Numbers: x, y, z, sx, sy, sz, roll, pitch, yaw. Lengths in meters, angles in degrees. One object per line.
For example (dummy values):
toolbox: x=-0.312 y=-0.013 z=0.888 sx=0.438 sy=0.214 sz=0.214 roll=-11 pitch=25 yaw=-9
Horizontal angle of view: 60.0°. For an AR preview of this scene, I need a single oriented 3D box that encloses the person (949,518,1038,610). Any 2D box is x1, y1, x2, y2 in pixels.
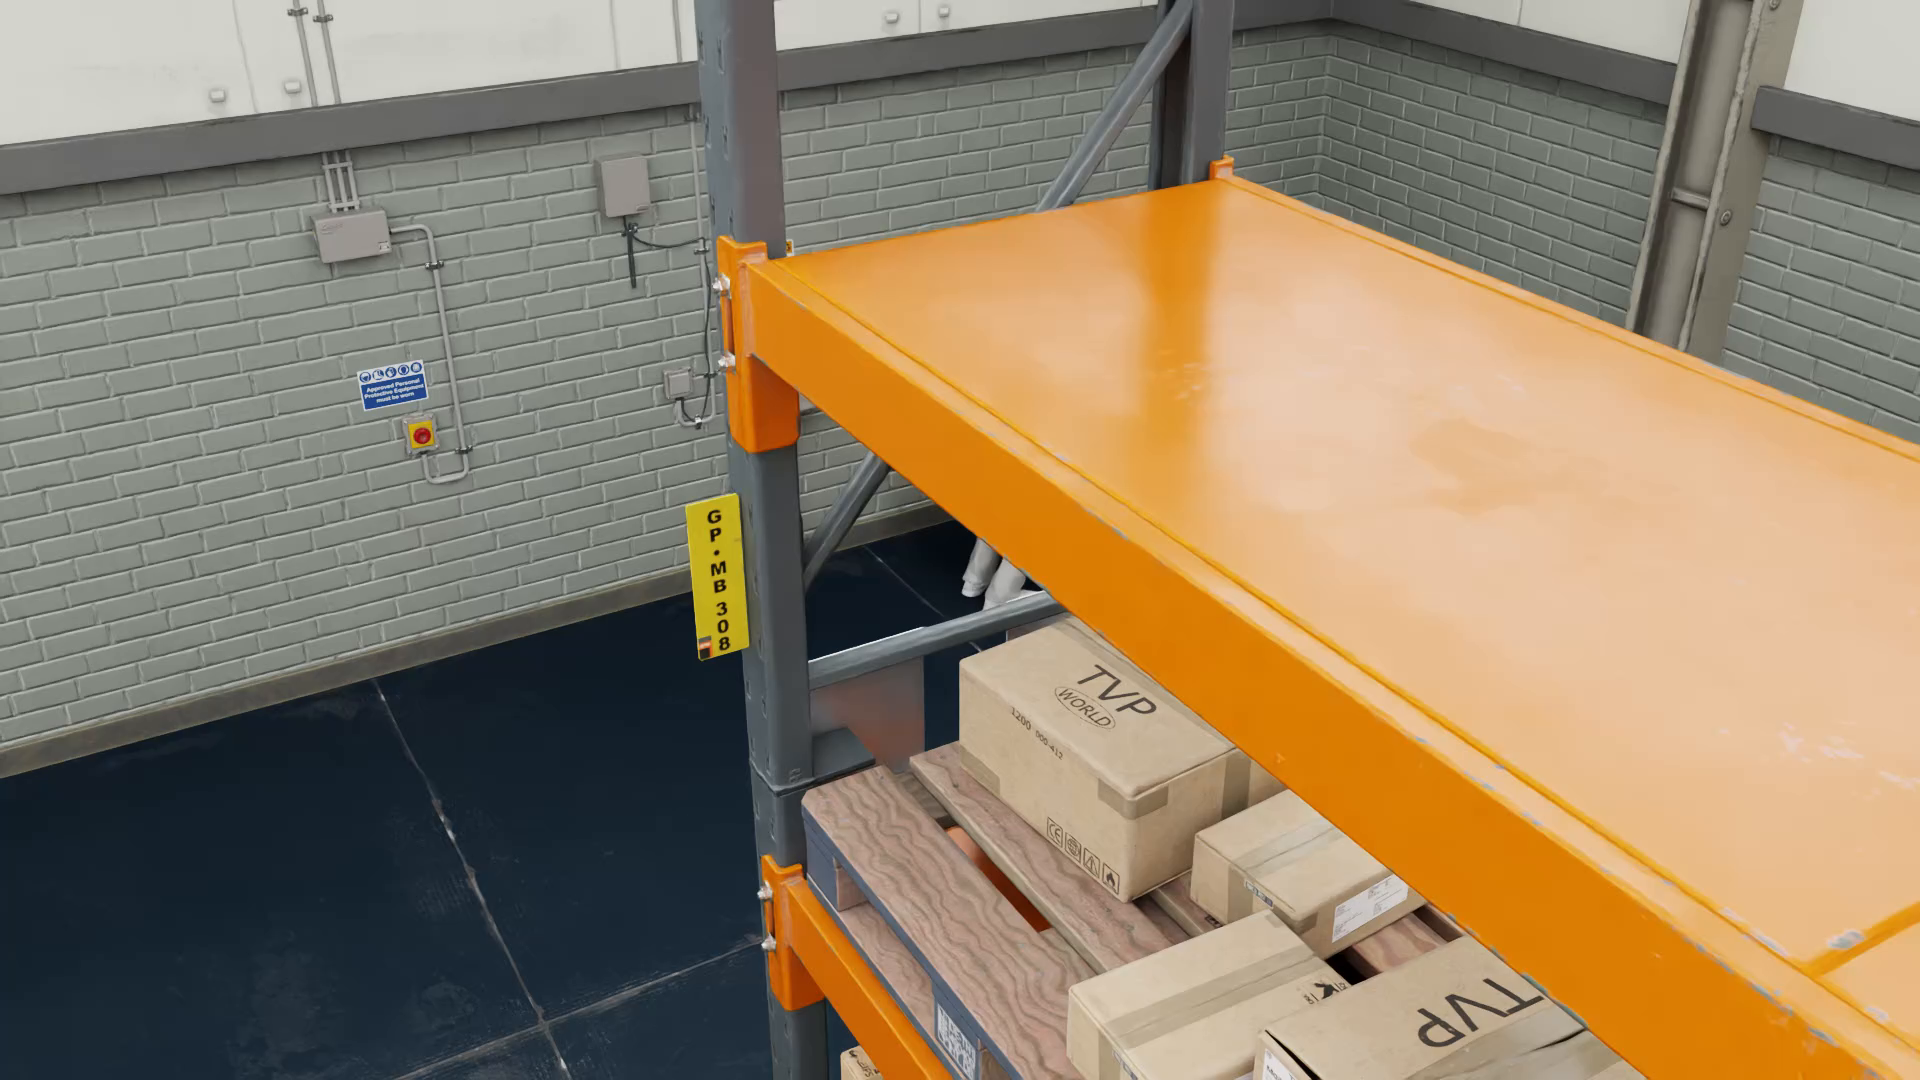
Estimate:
person: x=0.374 y=-0.027 z=9.715 sx=0.931 sy=0.818 sz=0.577 roll=-16 pitch=33 yaw=-27
